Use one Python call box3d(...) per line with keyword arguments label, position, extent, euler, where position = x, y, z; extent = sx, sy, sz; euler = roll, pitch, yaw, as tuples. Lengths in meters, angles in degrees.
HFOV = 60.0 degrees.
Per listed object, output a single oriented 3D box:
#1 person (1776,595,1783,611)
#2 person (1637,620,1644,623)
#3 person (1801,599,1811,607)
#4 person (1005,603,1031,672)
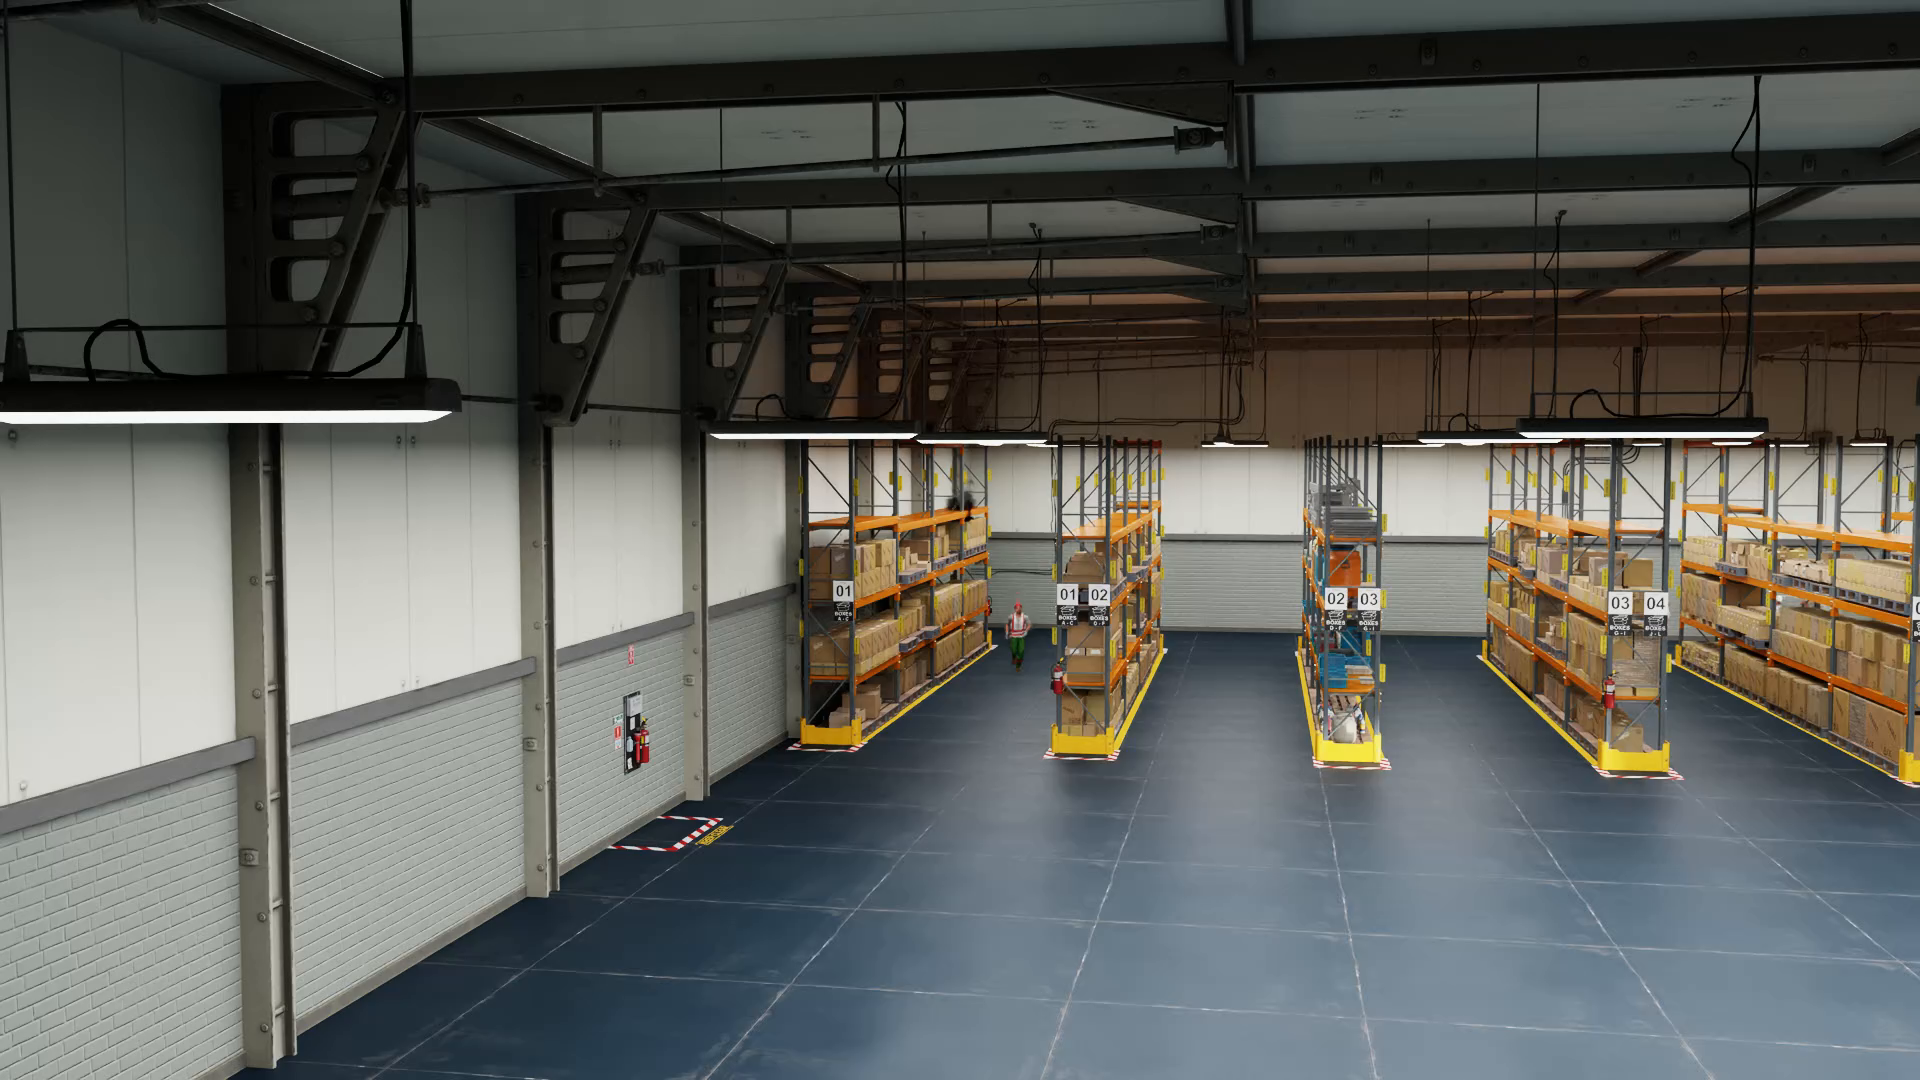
box3d(label="person", position=(22.456, 2.388, 45.689), extent=(0.609, 1.729, 0.706), euler=(0, 3, 7))
box3d(label="person", position=(18.319, 2.490, 45.486), extent=(0.587, 1.564, 0.720), euler=(-1, 3, -11))
box3d(label="person", position=(23.045, 2.411, 45.271), extent=(0.548, 1.753, 0.660), euler=(1, 3, 14))
box3d(label="person", position=(1.476, 2.466, 42.207), extent=(0.662, 1.739, 0.598), euler=(0, 3, -1))
